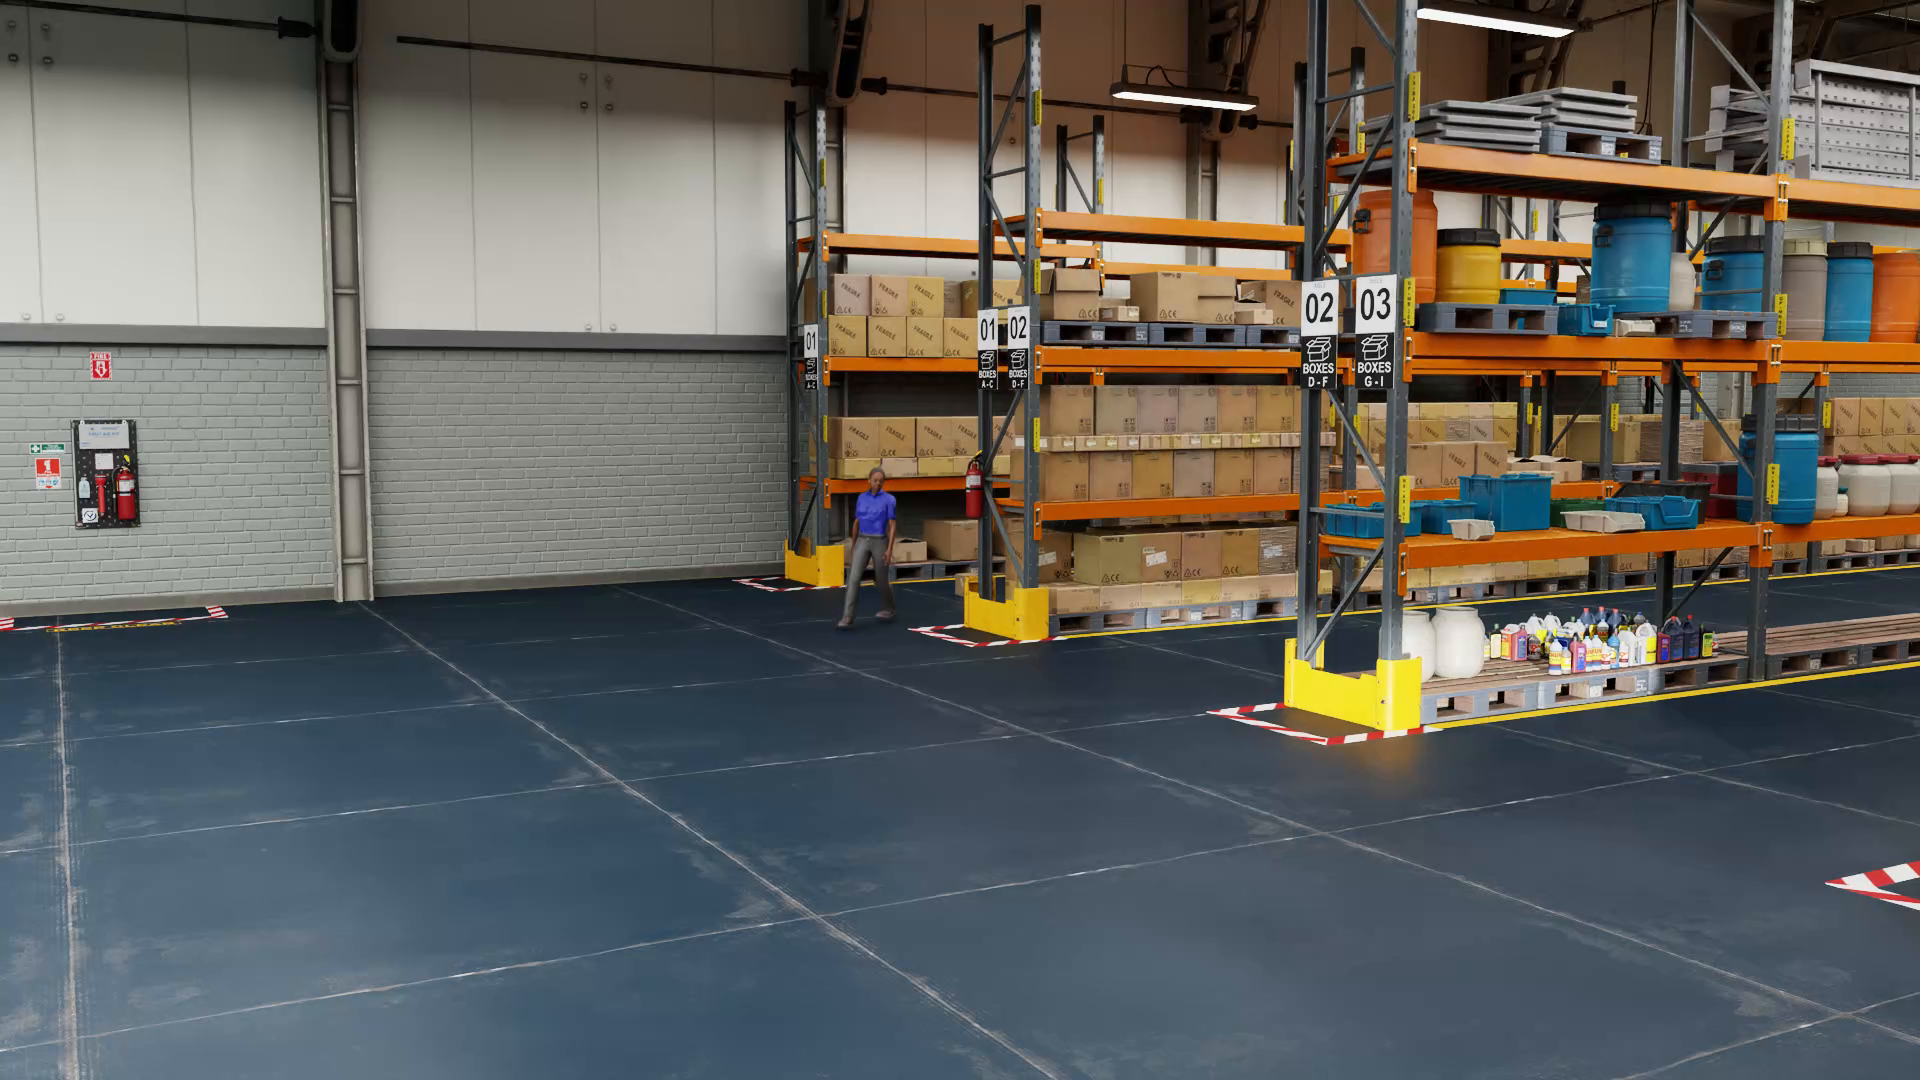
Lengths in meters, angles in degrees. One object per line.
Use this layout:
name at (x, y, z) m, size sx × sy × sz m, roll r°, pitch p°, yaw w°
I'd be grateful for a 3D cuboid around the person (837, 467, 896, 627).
person at (-0.909, 0.059, 16.861) m, size 0.528 × 1.599 × 0.894 m, roll 1°, pitch 5°, yaw 15°
